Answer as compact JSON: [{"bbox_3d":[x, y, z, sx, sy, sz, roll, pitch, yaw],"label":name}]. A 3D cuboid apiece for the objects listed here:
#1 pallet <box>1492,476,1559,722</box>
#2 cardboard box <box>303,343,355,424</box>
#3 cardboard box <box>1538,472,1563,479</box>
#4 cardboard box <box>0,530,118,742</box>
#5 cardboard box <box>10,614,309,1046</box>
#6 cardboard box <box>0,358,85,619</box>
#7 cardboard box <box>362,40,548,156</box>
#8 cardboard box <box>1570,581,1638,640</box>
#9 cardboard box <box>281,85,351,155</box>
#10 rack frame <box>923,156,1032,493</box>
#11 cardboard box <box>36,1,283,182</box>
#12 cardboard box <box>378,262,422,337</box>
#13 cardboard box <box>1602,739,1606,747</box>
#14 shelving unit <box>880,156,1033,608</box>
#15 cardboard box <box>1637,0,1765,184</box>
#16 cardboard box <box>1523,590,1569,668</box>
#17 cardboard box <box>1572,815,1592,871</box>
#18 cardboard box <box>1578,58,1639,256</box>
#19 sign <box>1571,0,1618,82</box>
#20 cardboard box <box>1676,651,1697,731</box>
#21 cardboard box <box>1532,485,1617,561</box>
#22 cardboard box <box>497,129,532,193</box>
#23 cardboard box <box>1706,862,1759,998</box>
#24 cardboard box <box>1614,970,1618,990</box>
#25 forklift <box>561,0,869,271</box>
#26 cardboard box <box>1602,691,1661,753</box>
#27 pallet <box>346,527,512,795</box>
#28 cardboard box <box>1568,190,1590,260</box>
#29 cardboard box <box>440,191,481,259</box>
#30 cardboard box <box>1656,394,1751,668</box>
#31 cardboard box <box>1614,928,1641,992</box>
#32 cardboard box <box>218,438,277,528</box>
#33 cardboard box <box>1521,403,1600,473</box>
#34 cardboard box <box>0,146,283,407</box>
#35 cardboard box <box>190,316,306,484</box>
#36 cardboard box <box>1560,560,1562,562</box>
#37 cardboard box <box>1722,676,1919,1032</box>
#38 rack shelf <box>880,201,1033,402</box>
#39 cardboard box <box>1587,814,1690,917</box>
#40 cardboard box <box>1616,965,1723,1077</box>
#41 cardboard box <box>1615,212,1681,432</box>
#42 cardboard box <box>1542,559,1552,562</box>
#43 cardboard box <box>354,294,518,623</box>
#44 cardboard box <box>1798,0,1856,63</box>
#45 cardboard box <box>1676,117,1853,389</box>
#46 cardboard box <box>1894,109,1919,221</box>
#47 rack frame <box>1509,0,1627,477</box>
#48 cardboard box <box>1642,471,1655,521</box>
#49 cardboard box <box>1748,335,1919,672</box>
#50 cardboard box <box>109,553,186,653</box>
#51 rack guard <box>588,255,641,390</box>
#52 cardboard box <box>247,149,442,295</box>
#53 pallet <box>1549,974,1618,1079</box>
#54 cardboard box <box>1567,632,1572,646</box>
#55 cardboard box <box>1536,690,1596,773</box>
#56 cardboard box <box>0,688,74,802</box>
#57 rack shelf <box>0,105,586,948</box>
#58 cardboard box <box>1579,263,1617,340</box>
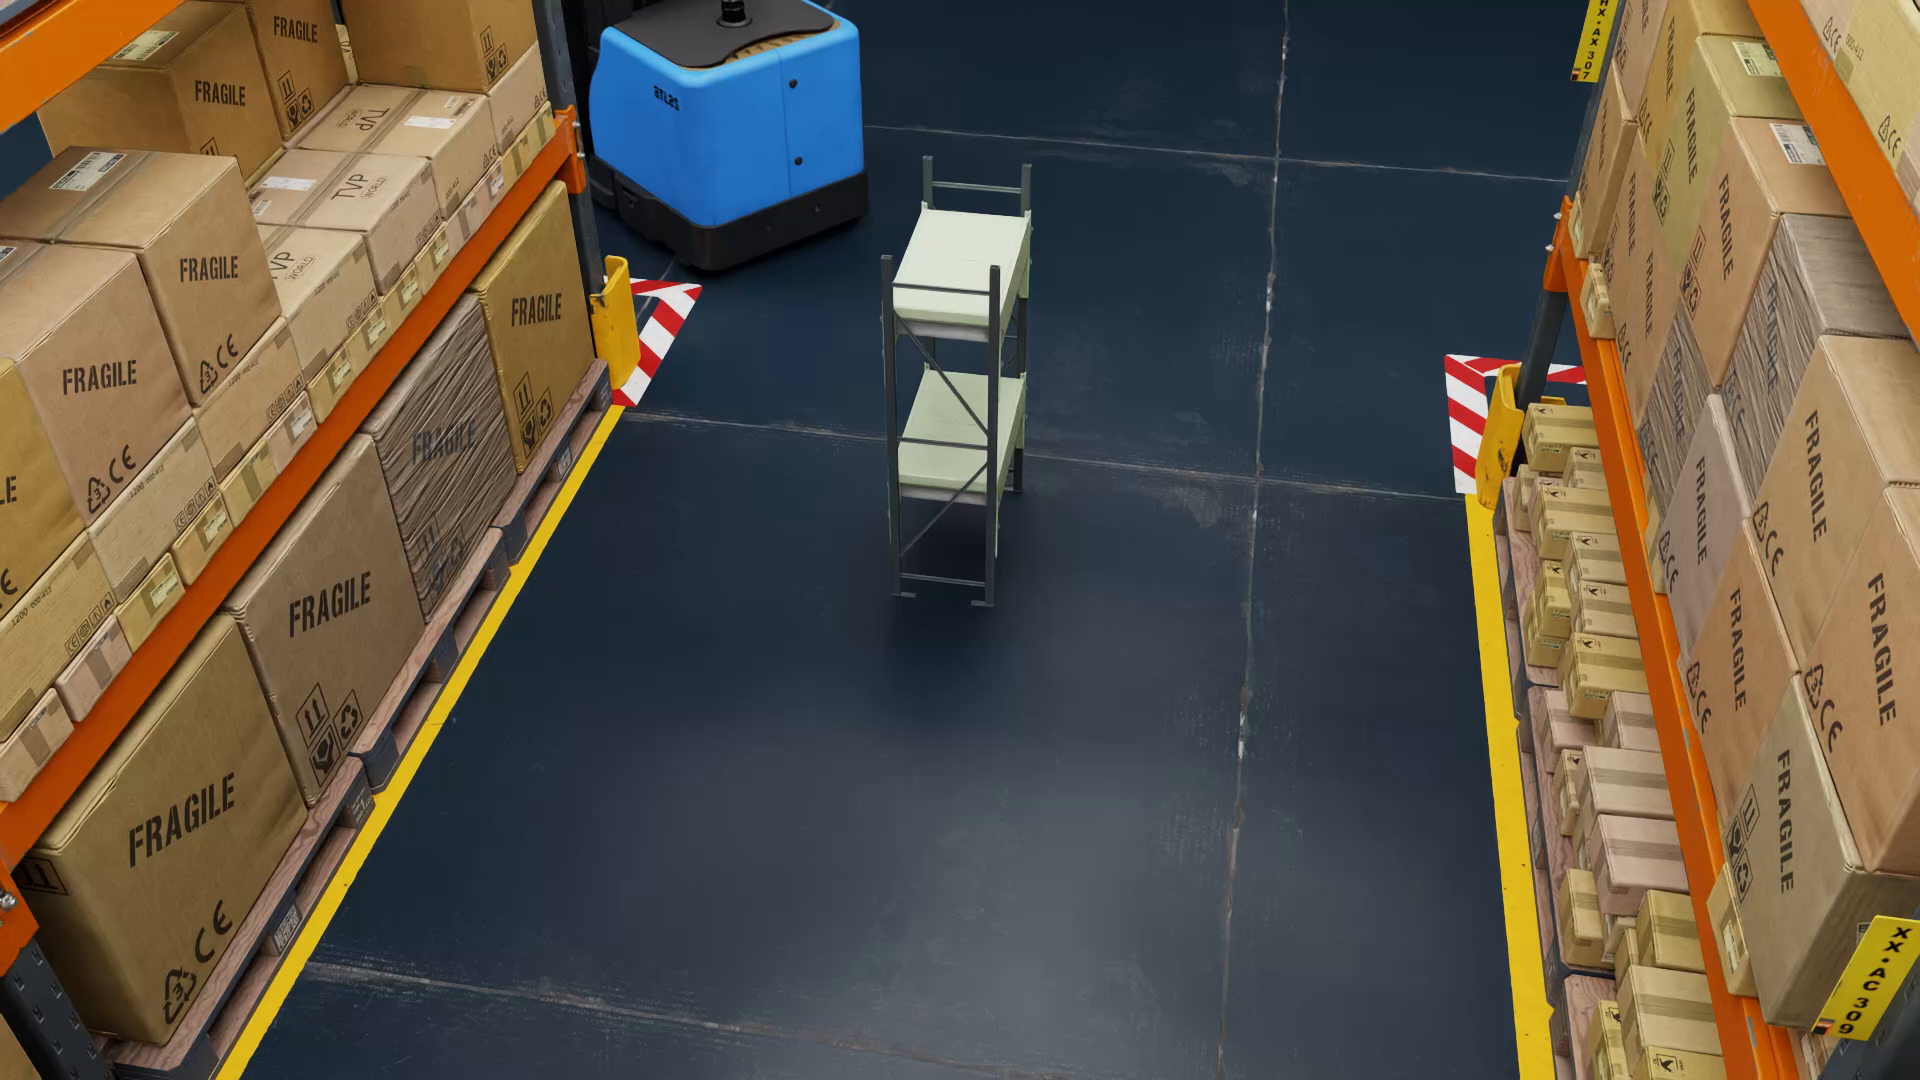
[{"bbox_3d":[2.586,0.252,6.279,1.003,0.211,1.213,6,40,8],"label":"pallet"},{"bbox_3d":[-2.139,-0.507,5.206,0.380,0.149,0.250,5,40,6],"label":"cardboard box"},{"bbox_3d":[2.431,-0.253,6.377,0.380,0.149,0.250,8,40,10],"label":"cardboard box"},{"bbox_3d":[-2.446,0.201,4.037,0.500,0.250,0.500,6,40,7],"label":"cardboard box"},{"bbox_3d":[-2.593,0.776,4.796,0.875,0.875,0.875,6,40,8],"label":"cardboard box"},{"bbox_3d":[-2.451,-0.094,3.806,0.500,0.500,0.500,6,40,8],"label":"cardboard box"},{"bbox_3d":[-1.916,-1.710,6.348,0.500,0.250,0.500,6,40,7],"label":"cardboard box"},{"bbox_3d":[2.231,0.291,5.485,0.380,0.149,0.250,8,40,9],"label":"cardboard box"},{"bbox_3d":[-2.526,-1.445,6.028,0.500,0.250,0.500,6,40,7],"label":"cardboard box"},{"bbox_3d":[0.062,-0.804,6.545,0.400,1.500,0.023,6,40,8],"label":"rack frame"},{"bbox_3d":[-2.613,-1.421,5.411,0.500,0.500,0.500,5,40,6],"label":"cardboard box"},{"bbox_3d":[-2.050,-0.826,5.592,0.380,0.149,0.250,7,40,8],"label":"cardboard box"},{"bbox_3d":[2.206,0.745,5.169,0.380,0.149,0.250,8,40,10],"label":"cardboard box"},{"bbox_3d":[-0.001,-0.574,6.267,0.431,1.500,0.755,6,40,8],"label":"shelving unit"},{"bbox_3d":[2.354,-1.345,4.926,0.500,0.500,0.500,7,40,9],"label":"cardboard box"},{"bbox_3d":[2.215,0.333,5.901,0.380,0.149,0.250,7,40,8],"label":"cardboard box"},{"bbox_3d":[2.105,0.982,5.117,0.380,0.149,0.250,7,40,9],"label":"cardboard box"},{"bbox_3d":[2.424,-1.278,5.630,0.500,0.500,0.500,8,40,10],"label":"cardboard box"},{"bbox_3d":[2.240,-1.770,5.857,0.100,0.325,0.005,6,40,8],"label":"sign"},{"bbox_3d":[2.030,0.358,4.160,0.380,0.149,0.250,5,40,6],"label":"cardboard box"},{"bbox_3d":[2.250,-0.047,5.894,0.380,0.149,0.250,6,40,8],"label":"cardboard box"},{"bbox_3d":[-1.874,-1.467,6.367,0.380,0.149,0.250,7,40,8],"label":"cardboard box"},{"bbox_3d":[1.838,0.852,3.562,0.380,0.149,0.250,5,40,6],"label":"cardboard box"},{"bbox_3d":[2.089,1.309,4.721,0.380,0.149,0.250,5,40,7],"label":"cardboard box"},{"bbox_3d":[-1.808,-3.338,8.487,1.130,2.935,3.031,-28,47,-30],"label":"forklift"},{"bbox_3d":[2.191,0.619,5.088,0.380,0.149,0.250,6,40,8],"label":"cardboard box"},{"bbox_3d":[-2.368,0.362,6.146,1.003,0.211,1.213,6,40,8],"label":"pallet"},{"bbox_3d":[2.395,-1.112,5.938,0.380,0.149,0.250,6,40,7],"label":"cardboard box"},{"bbox_3d":[-1.963,-1.152,5.986,0.380,0.149,0.250,7,40,8],"label":"cardboard box"},{"bbox_3d":[2.066,0.009,4.074,0.500,0.500,0.500,6,40,7],"label":"cardboard box"},{"bbox_3d":[2.027,1.236,4.575,0.380,0.149,0.250,7,40,8],"label":"cardboard box"},{"bbox_3d":[-2.229,-0.184,4.816,0.380,0.149,0.250,6,40,7],"label":"cardboard box"},{"bbox_3d":[2.349,-0.377,6.293,0.380,0.149,0.250,5,40,6],"label":"cardboard box"},{"bbox_3d":[-2.273,-0.730,4.574,0.500,0.500,0.500,5,40,6],"label":"cardboard box"},{"bbox_3d":[-2.271,-0.436,4.808,0.500,0.250,0.500,7,40,9],"label":"cardboard box"},{"bbox_3d":[2.372,0.076,5.979,0.380,0.149,0.250,7,40,8],"label":"cardboard box"},{"bbox_3d":[1.887,0.646,3.302,0.500,0.500,0.500,6,40,8],"label":"cardboard box"},{"bbox_3d":[-0.001,-0.875,6.018,0.431,0.370,0.720,6,40,8],"label":"rack shelf"},{"bbox_3d":[2.006,0.934,4.708,0.380,0.149,0.250,5,40,6],"label":"cardboard box"},{"bbox_3d":[1.928,1.268,4.303,0.380,0.149,0.250,6,40,7],"label":"cardboard box"},{"bbox_3d":[2.260,-0.633,4.850,0.500,0.500,0.500,7,40,8],"label":"cardboard box"},{"bbox_3d":[2.404,0.028,6.270,0.380,0.149,0.250,6,40,7],"label":"cardboard box"},{"bbox_3d":[-2.283,-0.348,6.155,0.875,0.875,0.875,6,40,8],"label":"cardboard box"},{"bbox_3d":[2.173,-1.243,3.664,0.500,0.250,0.500,6,40,7],"label":"cardboard box"},{"bbox_3d":[2.157,-0.701,4.147,0.500,0.500,0.500,5,40,6],"label":"cardboard box"},{"bbox_3d":[1.999,-0.614,2.902,0.500,0.250,0.500,6,40,8],"label":"cardboard box"},{"bbox_3d":[2.774,-1.376,6.060,1.000,3.000,0.127,6,40,8],"label":"rack frame"},{"bbox_3d":[2.176,-0.128,4.747,0.380,0.149,0.250,8,40,9],"label":"cardboard box"},{"bbox_3d":[1.981,-0.054,3.365,0.500,0.500,0.500,5,40,6],"label":"cardboard box"},{"bbox_3d":[-2.316,0.141,4.422,0.380,0.149,0.250,8,40,9],"label":"cardboard box"},{"bbox_3d":[-2.089,-1.038,7.613,1.175,0.500,0.348,6,40,8],"label":"rack guard"},{"bbox_3d":[-2.092,-1.072,5.577,0.500,0.250,0.500,5,40,6],"label":"cardboard box"},{"bbox_3d":[2.163,1.784,4.427,1.003,0.211,1.213,6,40,8],"label":"pallet"},{"bbox_3d":[2.269,0.402,5.584,0.380,0.149,0.250,5,40,6],"label":"cardboard box"},{"bbox_3d":[2.136,0.650,5.518,0.380,0.149,0.250,5,40,6],"label":"cardboard box"},{"bbox_3d":[-2.407,0.472,4.023,0.380,0.149,0.250,6,40,8],"label":"cardboard box"},{"bbox_3d":[-2.440,-0.454,5.510,1.077,0.370,4.000,6,40,8],"label":"rack shelf"},{"bbox_3d":[2.293,-0.785,5.542,0.380,0.149,0.250,5,40,6],"label":"cardboard box"}]
